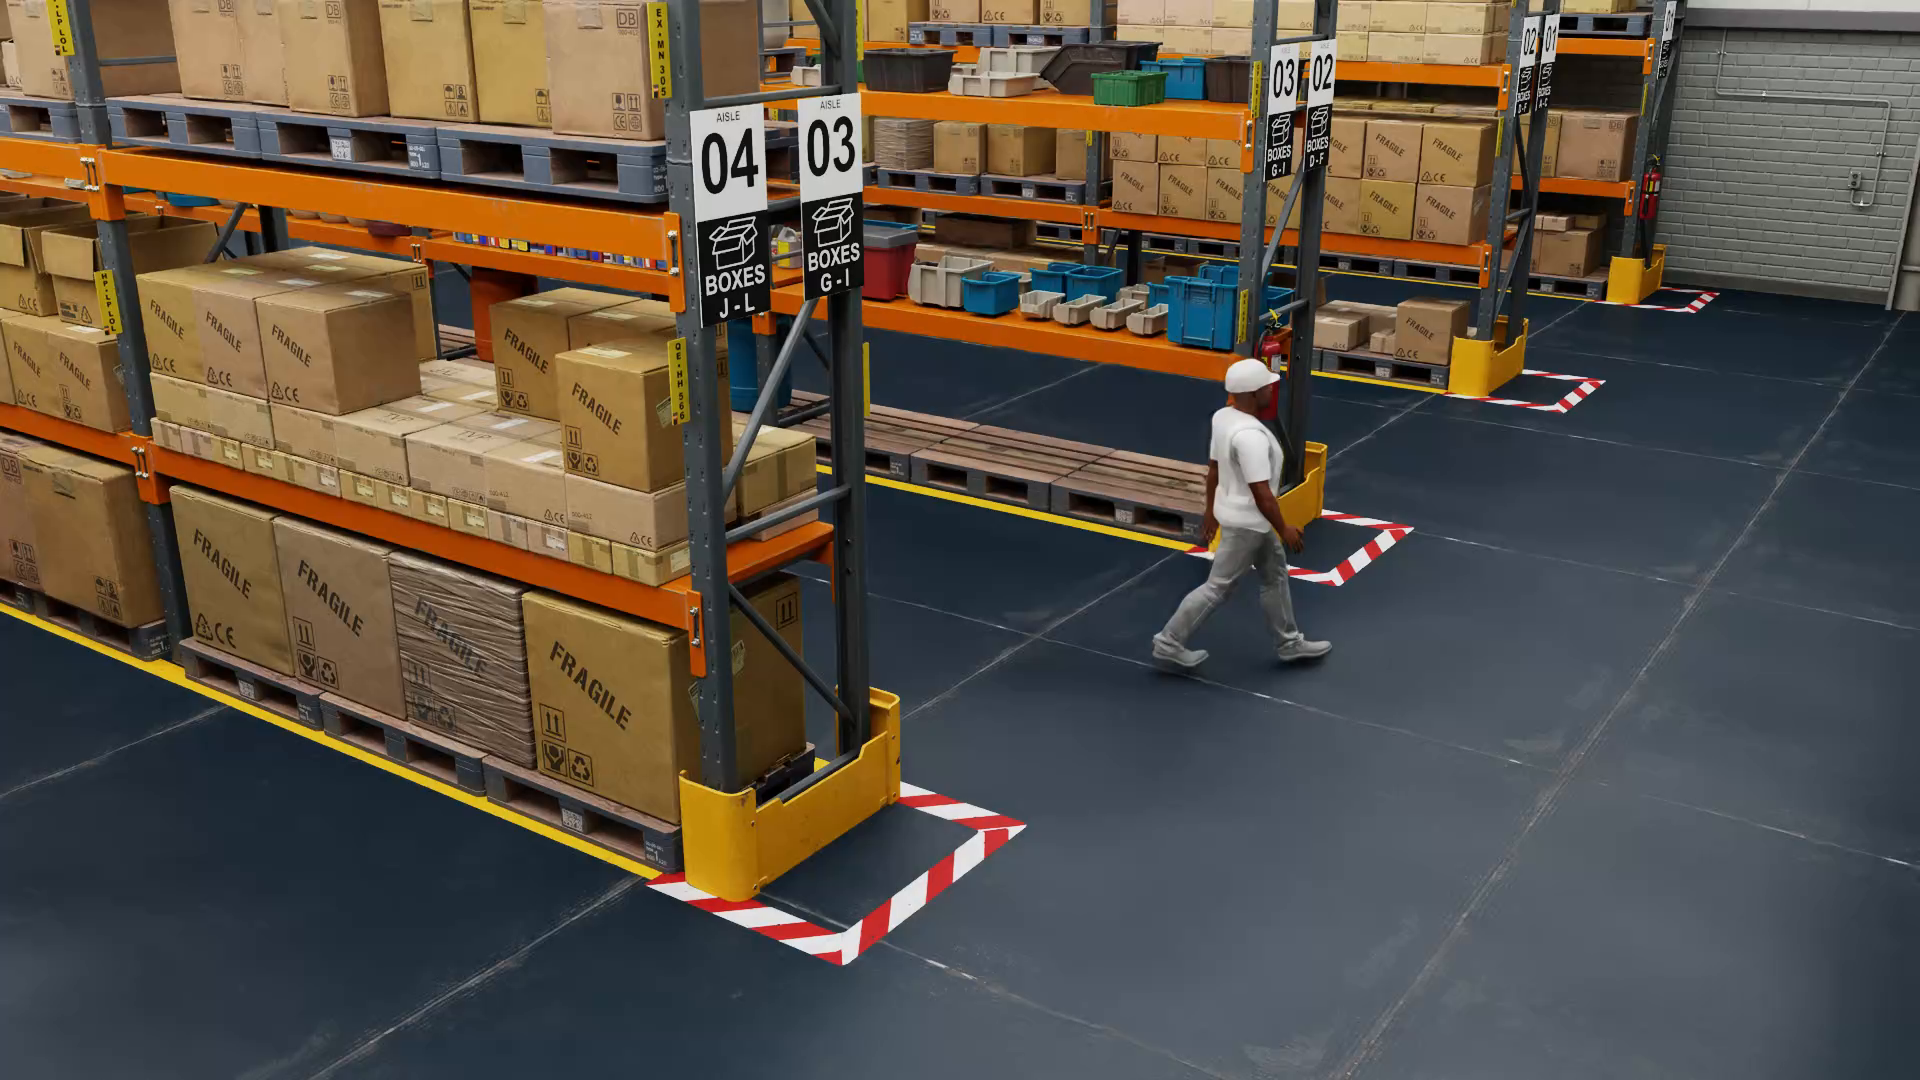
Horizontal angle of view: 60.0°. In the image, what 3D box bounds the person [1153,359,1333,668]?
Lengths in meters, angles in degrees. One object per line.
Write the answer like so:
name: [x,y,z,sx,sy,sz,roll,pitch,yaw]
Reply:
person: [1.563,-0.119,8.880,1.024,1.724,0.573,0,20,0]
